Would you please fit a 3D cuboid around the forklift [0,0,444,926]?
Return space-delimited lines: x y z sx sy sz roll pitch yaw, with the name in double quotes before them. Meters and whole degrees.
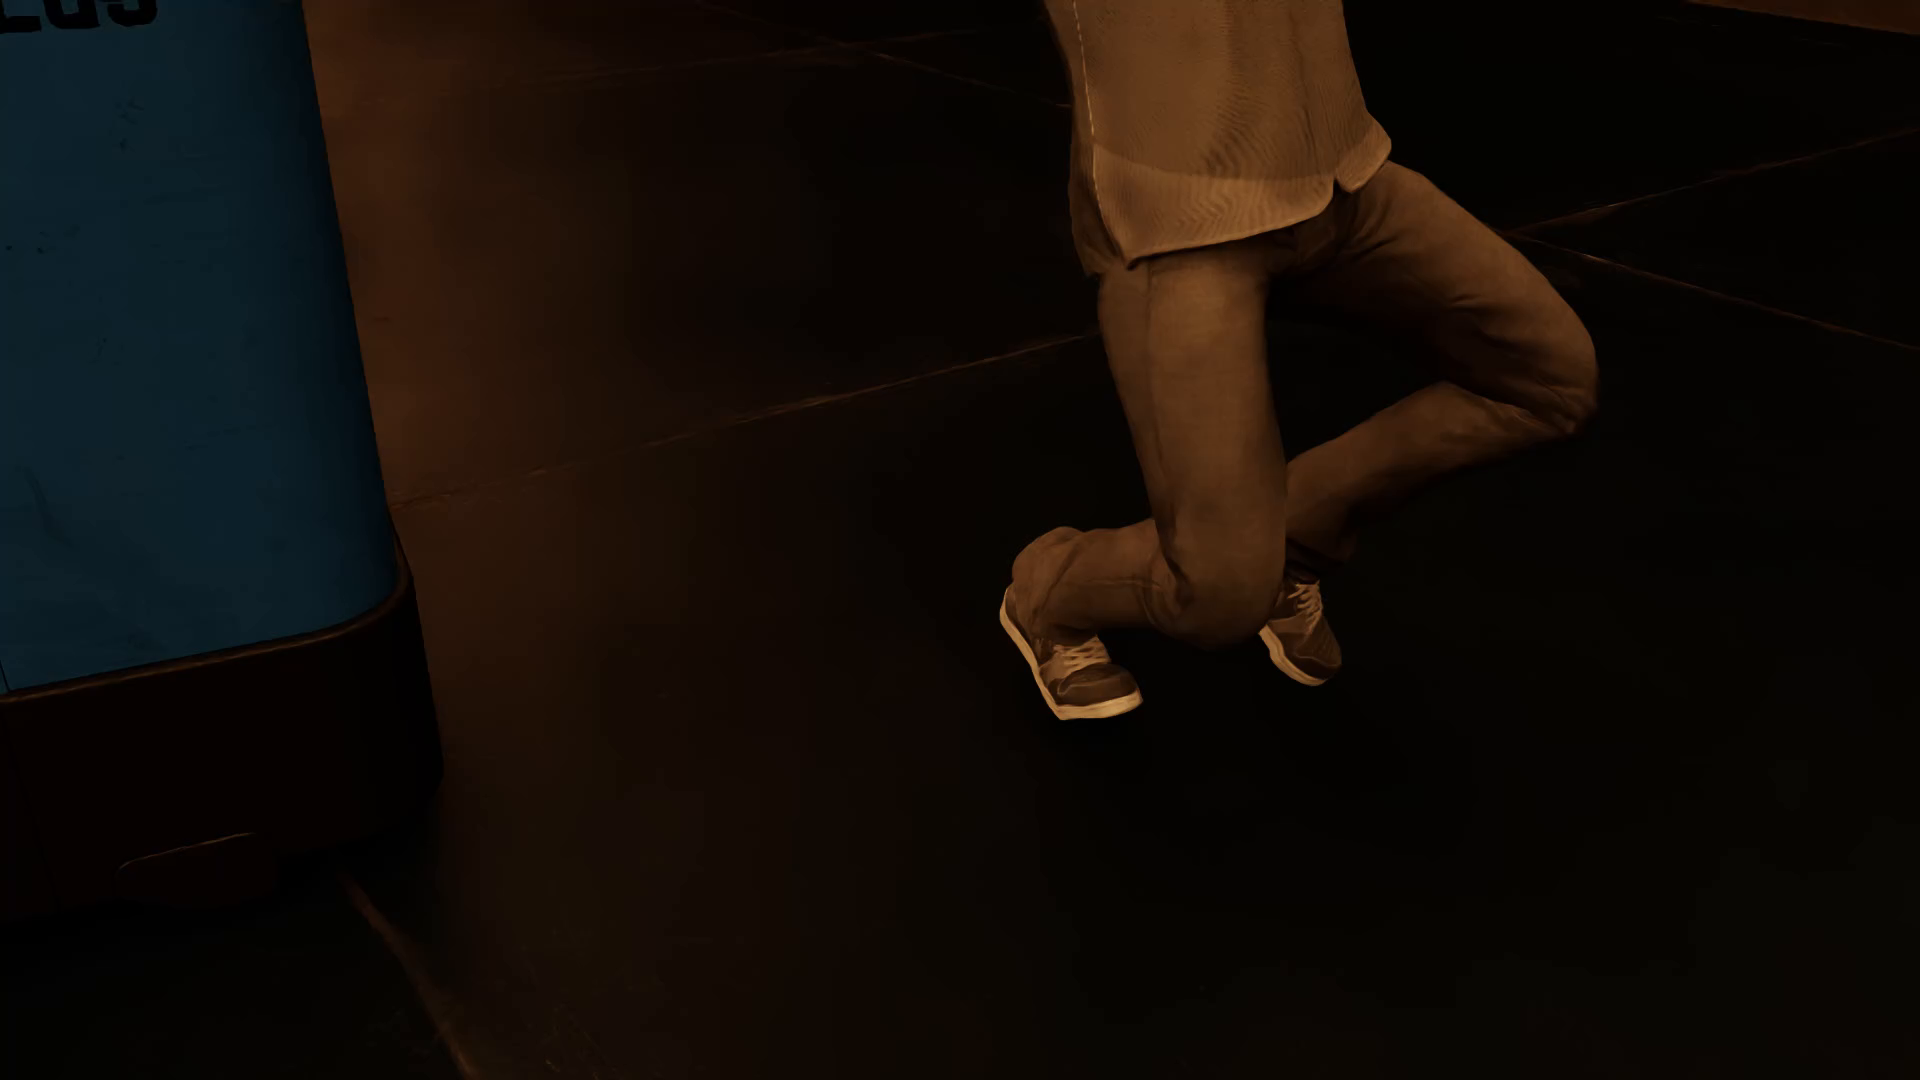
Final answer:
"forklift" -2.125 -0.884 0.993 3.031 2.935 1.130 -12 29 -22

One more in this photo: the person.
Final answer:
"person" 0.359 -0.493 1.809 0.897 1.507 0.701 -24 35 -39
